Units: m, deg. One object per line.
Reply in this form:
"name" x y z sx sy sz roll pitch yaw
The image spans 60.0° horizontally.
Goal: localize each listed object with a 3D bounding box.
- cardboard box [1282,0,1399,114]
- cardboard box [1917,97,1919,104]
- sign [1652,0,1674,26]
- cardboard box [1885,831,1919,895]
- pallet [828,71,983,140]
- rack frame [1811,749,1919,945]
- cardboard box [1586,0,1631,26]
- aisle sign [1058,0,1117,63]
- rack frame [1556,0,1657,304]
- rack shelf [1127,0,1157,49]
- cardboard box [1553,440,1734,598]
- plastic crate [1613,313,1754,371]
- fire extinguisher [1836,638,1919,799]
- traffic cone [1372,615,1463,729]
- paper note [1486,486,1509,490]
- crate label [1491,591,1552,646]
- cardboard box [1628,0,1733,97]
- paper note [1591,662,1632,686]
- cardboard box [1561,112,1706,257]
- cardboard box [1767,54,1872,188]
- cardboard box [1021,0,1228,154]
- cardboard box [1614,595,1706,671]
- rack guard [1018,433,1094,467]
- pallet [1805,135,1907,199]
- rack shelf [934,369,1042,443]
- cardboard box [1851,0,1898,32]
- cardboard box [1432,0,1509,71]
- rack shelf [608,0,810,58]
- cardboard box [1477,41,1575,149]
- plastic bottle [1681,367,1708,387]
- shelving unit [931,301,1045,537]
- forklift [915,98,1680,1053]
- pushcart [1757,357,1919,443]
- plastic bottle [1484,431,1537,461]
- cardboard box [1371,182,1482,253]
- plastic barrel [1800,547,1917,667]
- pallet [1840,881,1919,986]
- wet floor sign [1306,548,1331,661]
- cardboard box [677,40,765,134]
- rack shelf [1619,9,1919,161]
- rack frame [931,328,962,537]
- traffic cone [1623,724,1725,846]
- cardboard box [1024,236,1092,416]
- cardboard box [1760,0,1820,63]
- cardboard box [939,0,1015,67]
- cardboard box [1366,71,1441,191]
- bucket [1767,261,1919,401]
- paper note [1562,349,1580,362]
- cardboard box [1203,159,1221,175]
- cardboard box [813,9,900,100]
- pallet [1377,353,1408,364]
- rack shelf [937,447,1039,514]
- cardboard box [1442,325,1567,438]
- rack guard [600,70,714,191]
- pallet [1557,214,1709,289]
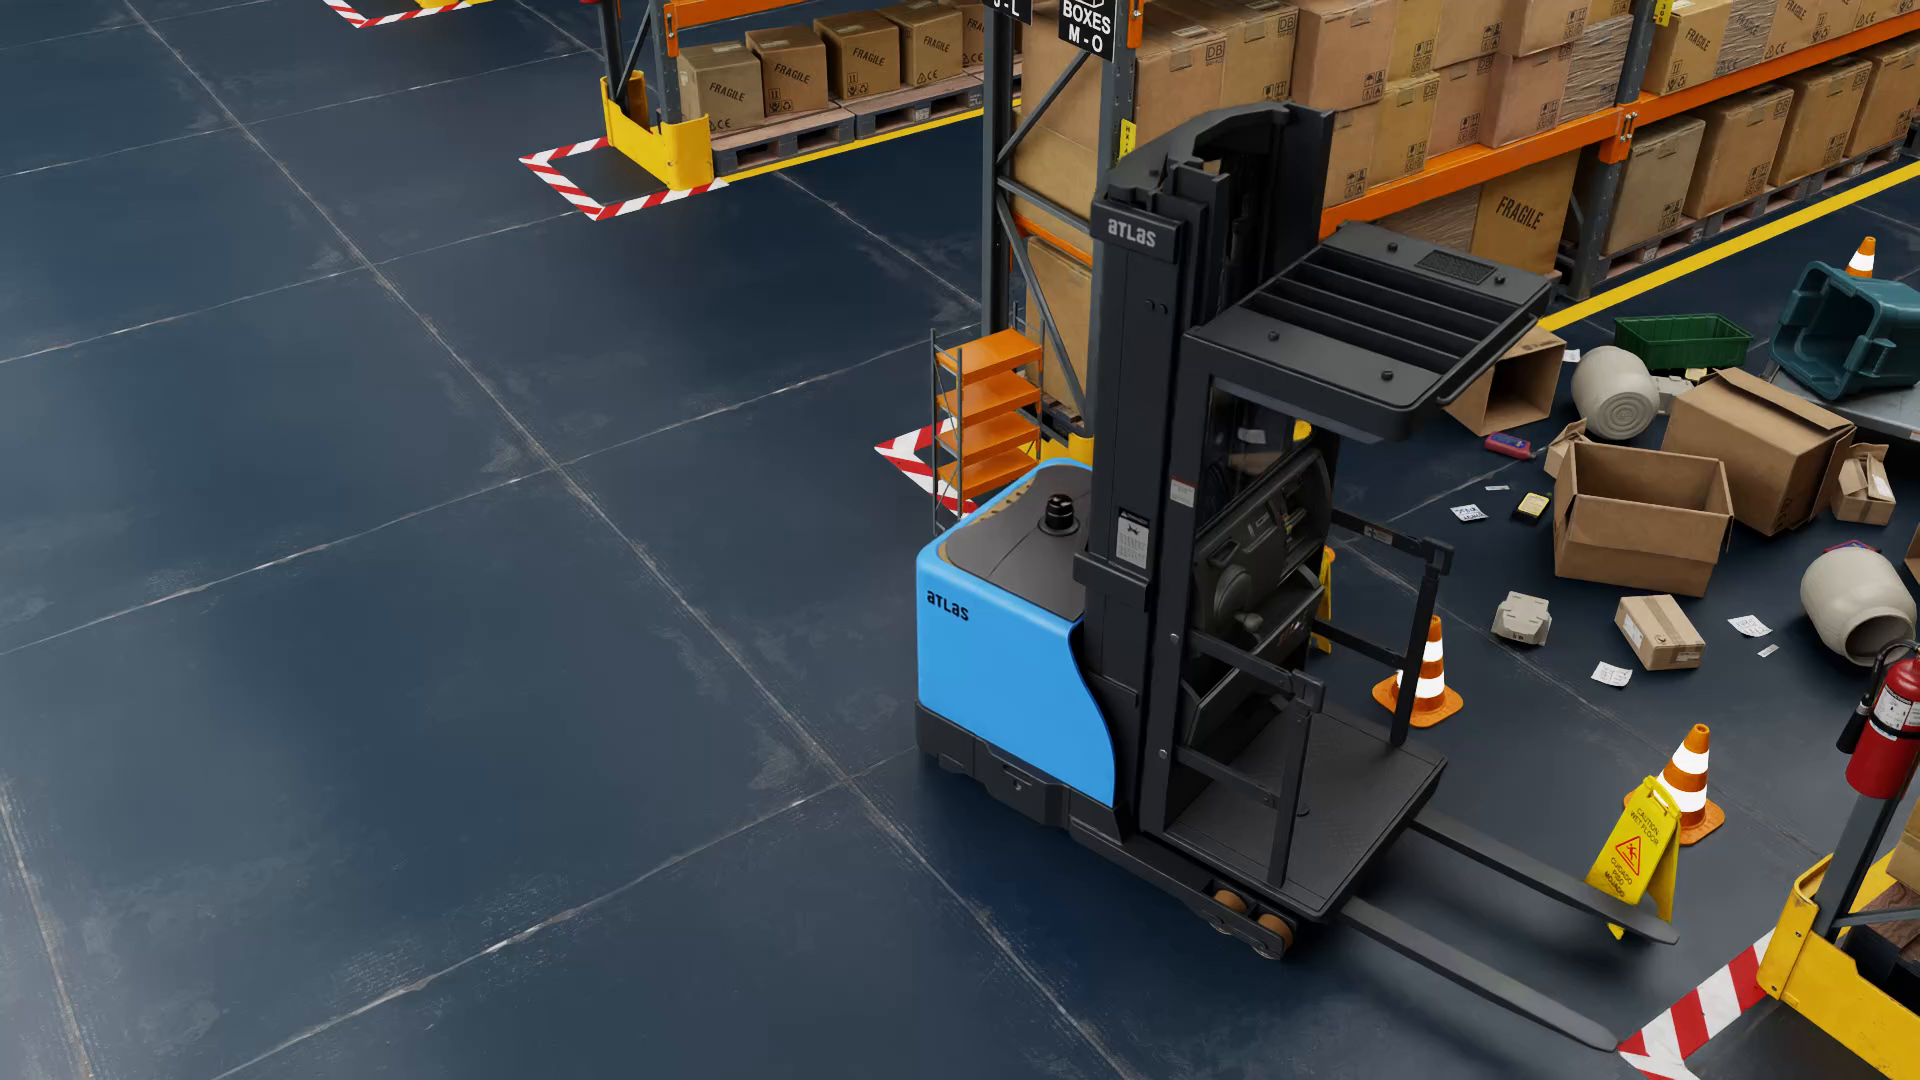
"cardboard box" 1.710 -2.606 8.564 0.550 0.550 0.875 -22 41 -28
"cardboard box" 7.716 -3.610 12.795 0.500 0.500 0.500 -24 42 -30
"sign" 4.043 -3.112 9.512 0.005 0.325 0.100 -22 41 -28
"cardboard box" 3.912 1.218 6.296 0.500 0.250 0.500 -23 41 -28
"pallet" -0.580 -3.607 13.397 1.213 0.211 1.003 -22 41 -28
"rack frame" 3.386 0.681 5.048 0.127 3.000 1.000 -22 41 -28
"cardboard box" 3.400 -3.385 9.647 0.550 0.550 0.875 -22 41 -28
"aisle sign" 0.567 -2.536 7.294 0.004 0.787 0.394 -22 41 -28
"rack frame" 3.722 -2.993 10.156 0.127 3.000 1.000 -22 41 -28
"rack shelf" 2.087 -3.246 8.555 4.000 0.370 1.077 -22 41 -28
"cardboard box" 3.364 -0.105 8.278 0.797 0.503 0.637 9 37 12
"plastic crate" 4.334 -1.191 10.009 0.662 0.188 0.450 -3 26 -4
"fire extinguisher" 3.027 0.531 5.322 0.183 0.674 0.296 -22 41 -28
"traffic cone" 2.077 0.535 7.423 0.334 0.463 0.336 -22 41 -28
"paper note" 2.890 -0.280 8.944 0.123 0.001 0.032 -3 36 -4
"crate label" 2.684 0.373 7.927 0.250 0.136 0.298 15 38 20
"cardboard box" 4.307 -3.082 10.194 0.500 0.500 0.500 -22 41 -27
"paper note" 3.012 0.618 7.677 0.148 0.019 0.142 22 41 28
"cardboard box" 4.177 -2.502 11.040 0.750 0.750 1.050 -23 41 -28
"cardboard box" 5.729 -3.138 11.925 0.750 0.750 1.050 -22 41 -27
"cardboard box" 0.778 -2.253 8.074 0.550 0.550 0.875 -22 41 -28
"cardboard box" 3.293 0.434 7.833 0.250 0.149 0.380 -3 36 -4
"rack guard" 0.432 -0.625 9.004 0.348 0.500 1.175 -22 41 -28
"pallet" 6.303 -2.977 12.522 1.213 0.211 1.003 -22 41 -28
"rack shelf" 0.135 -0.670 8.199 0.480 0.148 0.258 -22 41 -28
"cardboard box" 5.961 -3.764 11.142 0.500 0.500 0.500 -23 42 -29
"cardboard box" 2.497 -3.028 9.151 0.550 0.550 0.875 -22 41 -28
"rack shelf" -0.688 -4.429 12.769 4.000 0.370 1.077 -22 41 -28
"cardboard box" 2.990 -2.728 9.659 0.550 0.550 0.875 -22 41 -28
"plastic bottle" 4.365 -0.987 9.883 0.133 0.061 0.283 15 38 20
"shelving unit" 0.135 -0.543 8.290 0.503 1.200 0.258 -22 41 -28
"forklift" 1.274 0.053 5.980 3.031 2.935 1.130 25 43 30
"pushcart" 5.302 -0.671 9.174 1.648 0.377 0.936 22 41 28
"plastic bottle" 3.070 -0.515 9.227 0.283 0.061 0.133 22 41 28
"cardboard box" 2.433 -1.818 9.982 0.875 0.875 0.875 -22 41 -28
"plastic barrel" 4.202 0.310 7.770 0.421 0.421 0.512 3 36 4
"pallet" 4.133 1.531 6.254 1.213 0.211 1.003 -22 41 -28
"wet floor sign" 1.569 0.263 7.645 0.267 0.644 0.232 30 45 35
"cardboard box" -1.803 -3.406 12.512 0.500 0.500 0.500 -15 38 -20
"rack shelf" 5.356 -3.374 11.301 4.000 0.370 1.077 -22 41 -28
"rack frame" -0.064 -0.461 8.176 0.015 1.200 0.240 -22 41 -28
"traffic cone" 2.995 0.951 6.845 0.334 0.463 0.336 -22 41 -28
"cardboard box" 0.968 -1.215 9.144 0.875 0.875 0.875 -22 41 -28
"cardboard box" 5.129 -3.419 10.663 0.500 0.500 0.500 -23 41 -28
"cardboard box" 0.133 -4.238 13.668 0.500 0.500 0.500 -10 37 -14
"cardboard box" 2.106 -2.377 9.170 0.500 0.550 0.875 -22 41 -28
"bucket" 4.939 -1.135 9.074 0.620 0.611 0.726 -1 34 -18
"paper note" 3.694 -1.129 10.107 0.147 0.020 0.142 9 37 12
"cardboard box" 1.166 -2.050 8.717 0.550 0.550 0.875 -22 41 -28
"cardboard box" -0.811 -3.825 13.094 0.500 0.500 0.500 -18 40 -24
"pallet" 2.057 -1.230 10.092 1.213 0.211 1.003 -22 41 -28
"rack shelf" 0.135 -0.327 8.446 0.480 0.148 0.258 -22 41 -28
"cardboard box" 3.044 -0.967 9.478 0.500 0.500 0.500 -15 38 -20
"rack guard" -2.261 -3.060 12.389 0.348 0.500 1.175 -22 41 -28
"pallet" 4.309 -2.156 11.381 1.213 0.211 1.003 -22 41 -28
